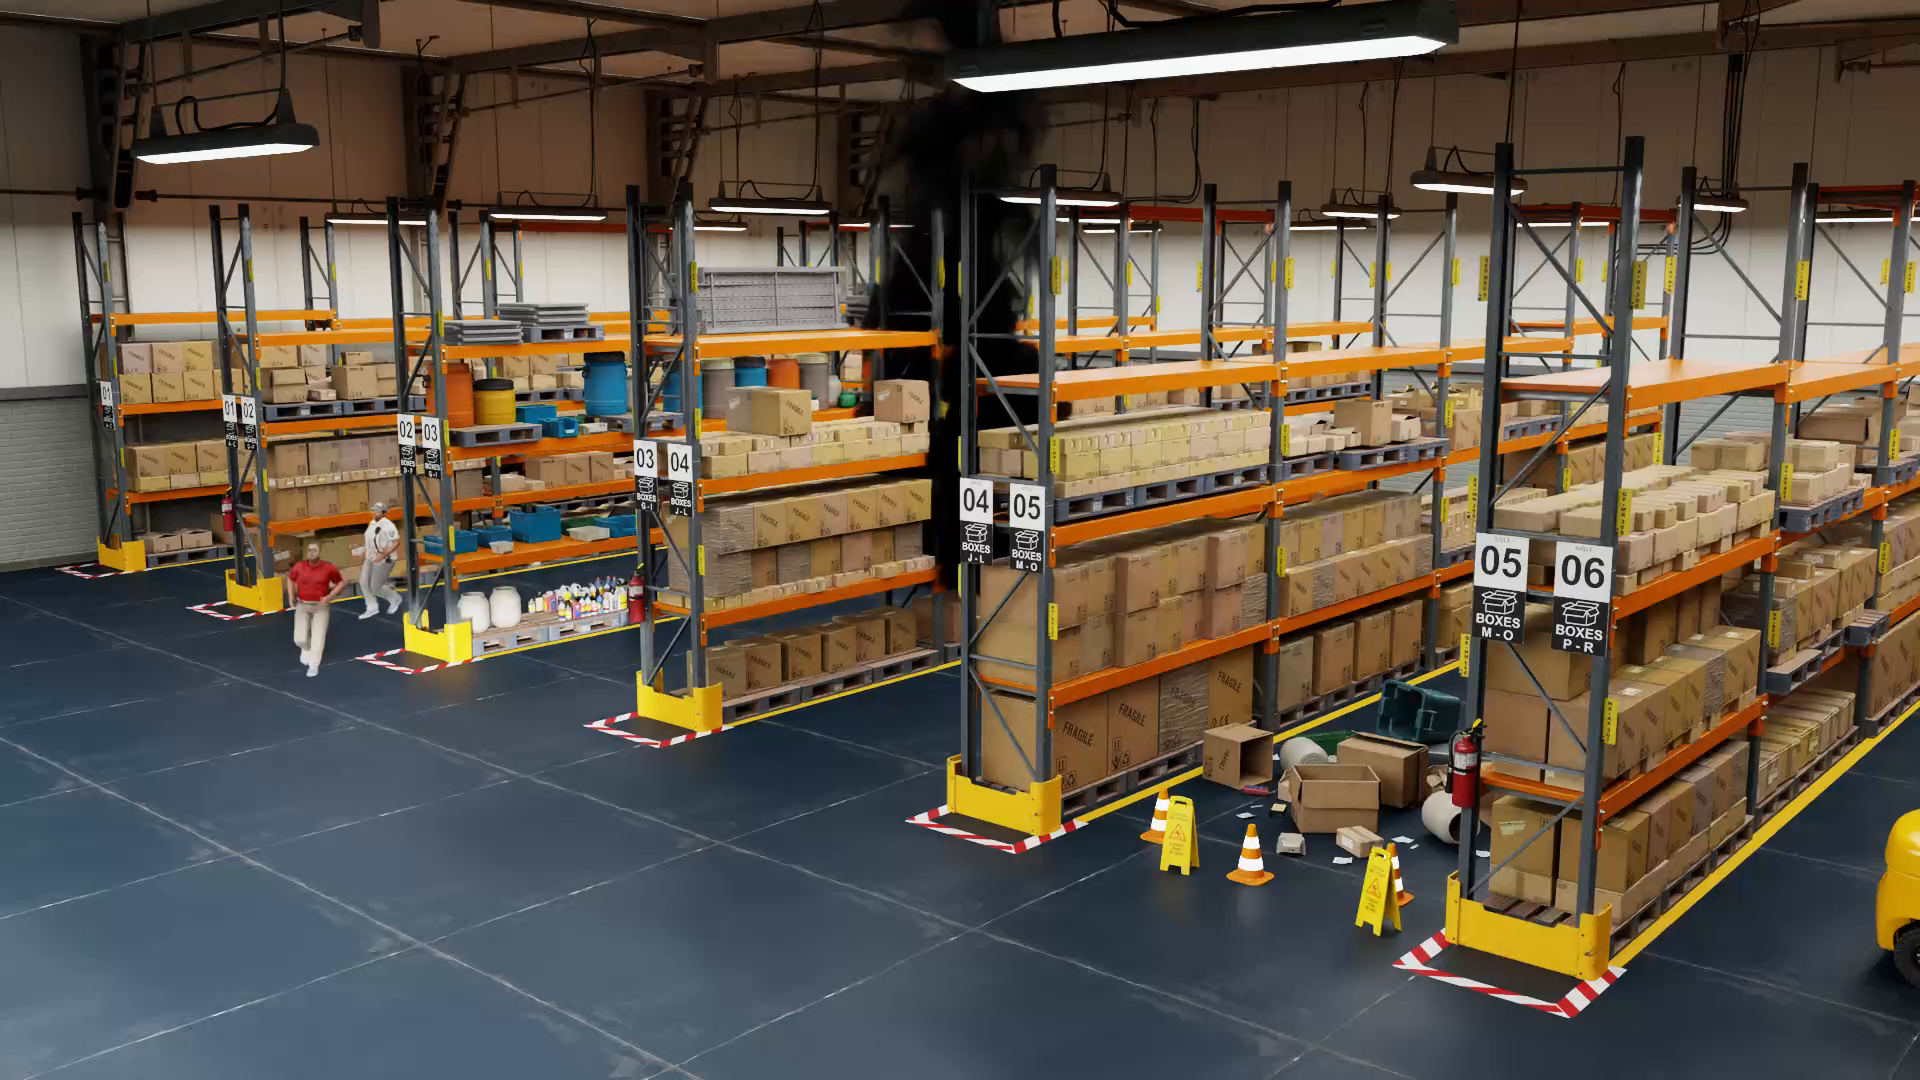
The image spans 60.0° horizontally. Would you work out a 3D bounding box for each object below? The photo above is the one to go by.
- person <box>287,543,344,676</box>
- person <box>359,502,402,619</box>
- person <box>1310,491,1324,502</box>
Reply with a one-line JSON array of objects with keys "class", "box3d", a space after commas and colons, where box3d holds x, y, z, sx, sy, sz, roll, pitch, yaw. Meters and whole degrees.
[{"class": "person", "box3d": [-8.168, 0.859, 21.096, 0.691, 1.684, 0.558, -2, 10, -9]}, {"class": "person", "box3d": [-8.025, 0.278, 23.095, 0.645, 1.649, 0.564, 7, 12, 37]}, {"class": "person", "box3d": [4.970, 0.196, 23.229, 0.688, 1.896, 0.817, 8, 13, 41]}]
